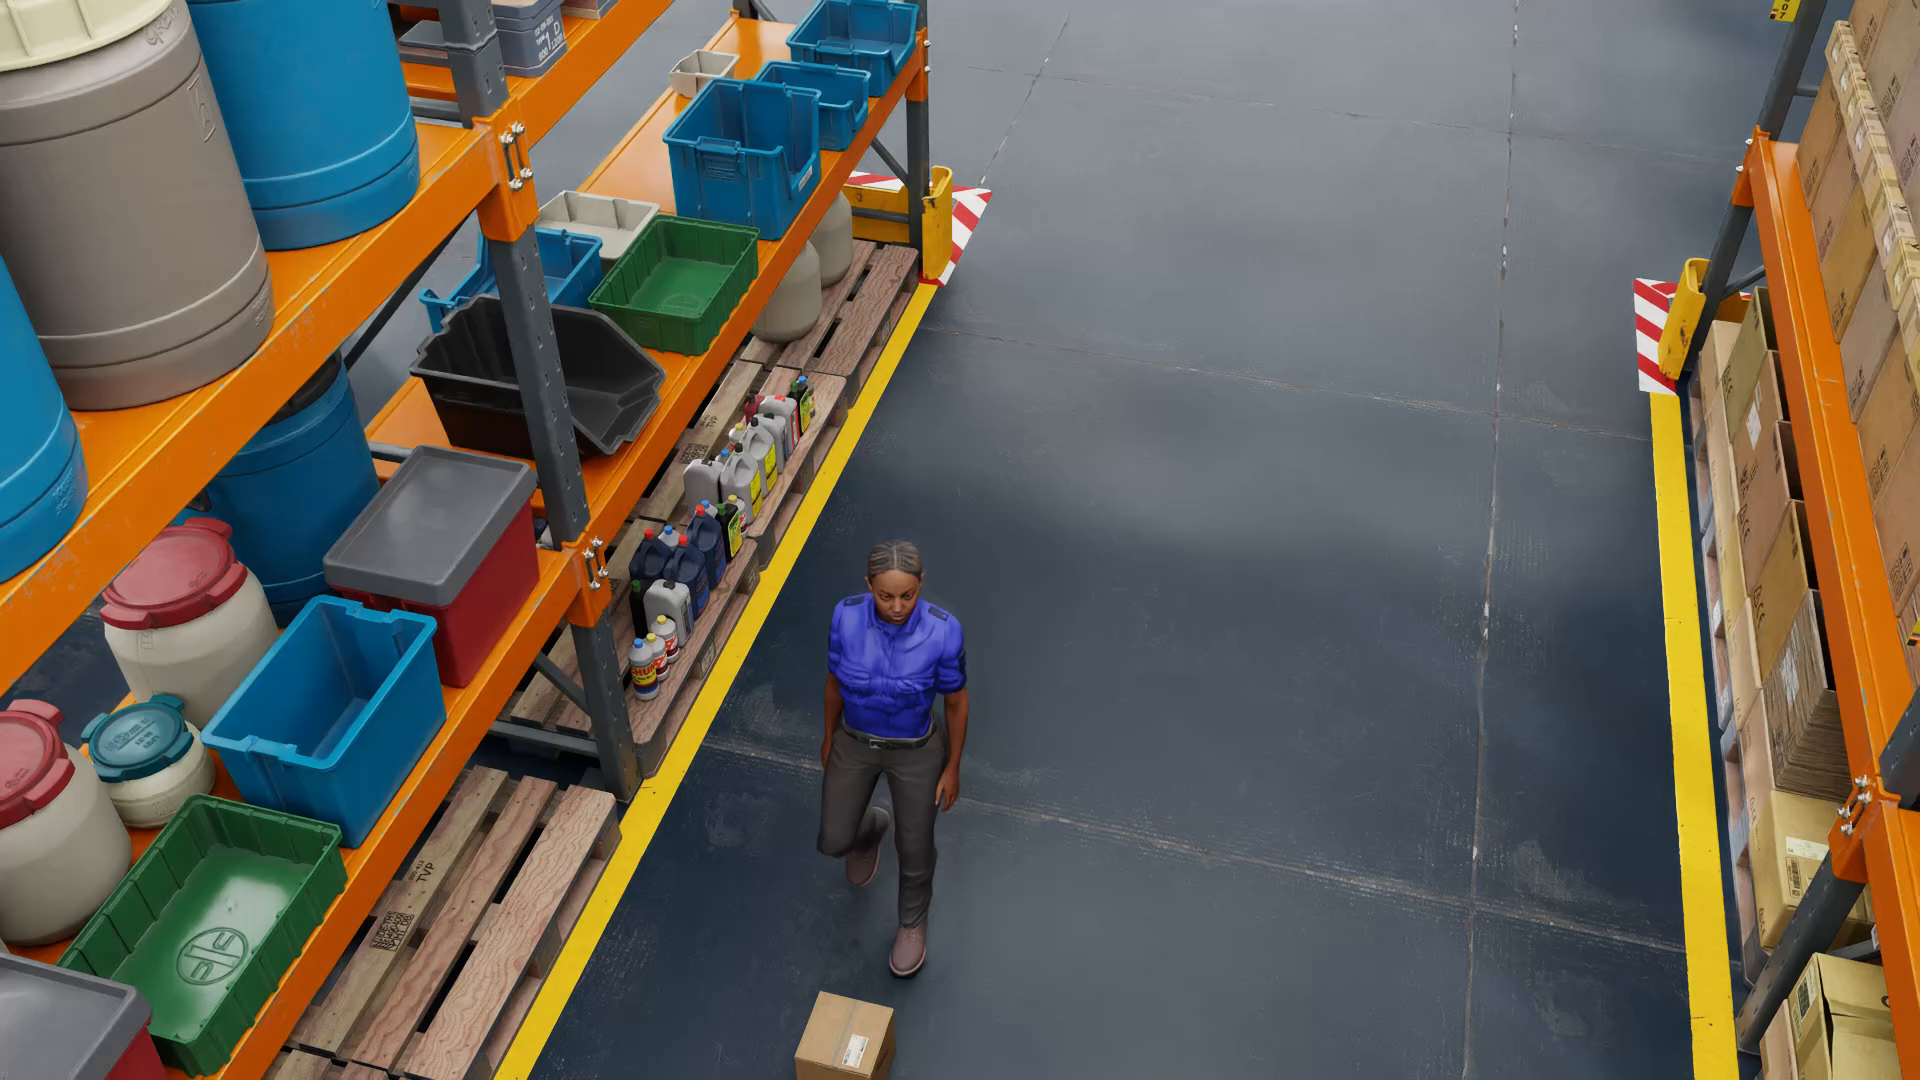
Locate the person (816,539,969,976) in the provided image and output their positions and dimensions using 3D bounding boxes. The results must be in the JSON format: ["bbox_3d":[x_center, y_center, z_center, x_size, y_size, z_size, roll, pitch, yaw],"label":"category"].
[{"bbox_3d":[-0.223,0.692,5.337,0.491,1.656,0.537,7,42,8],"label":"person"}]
